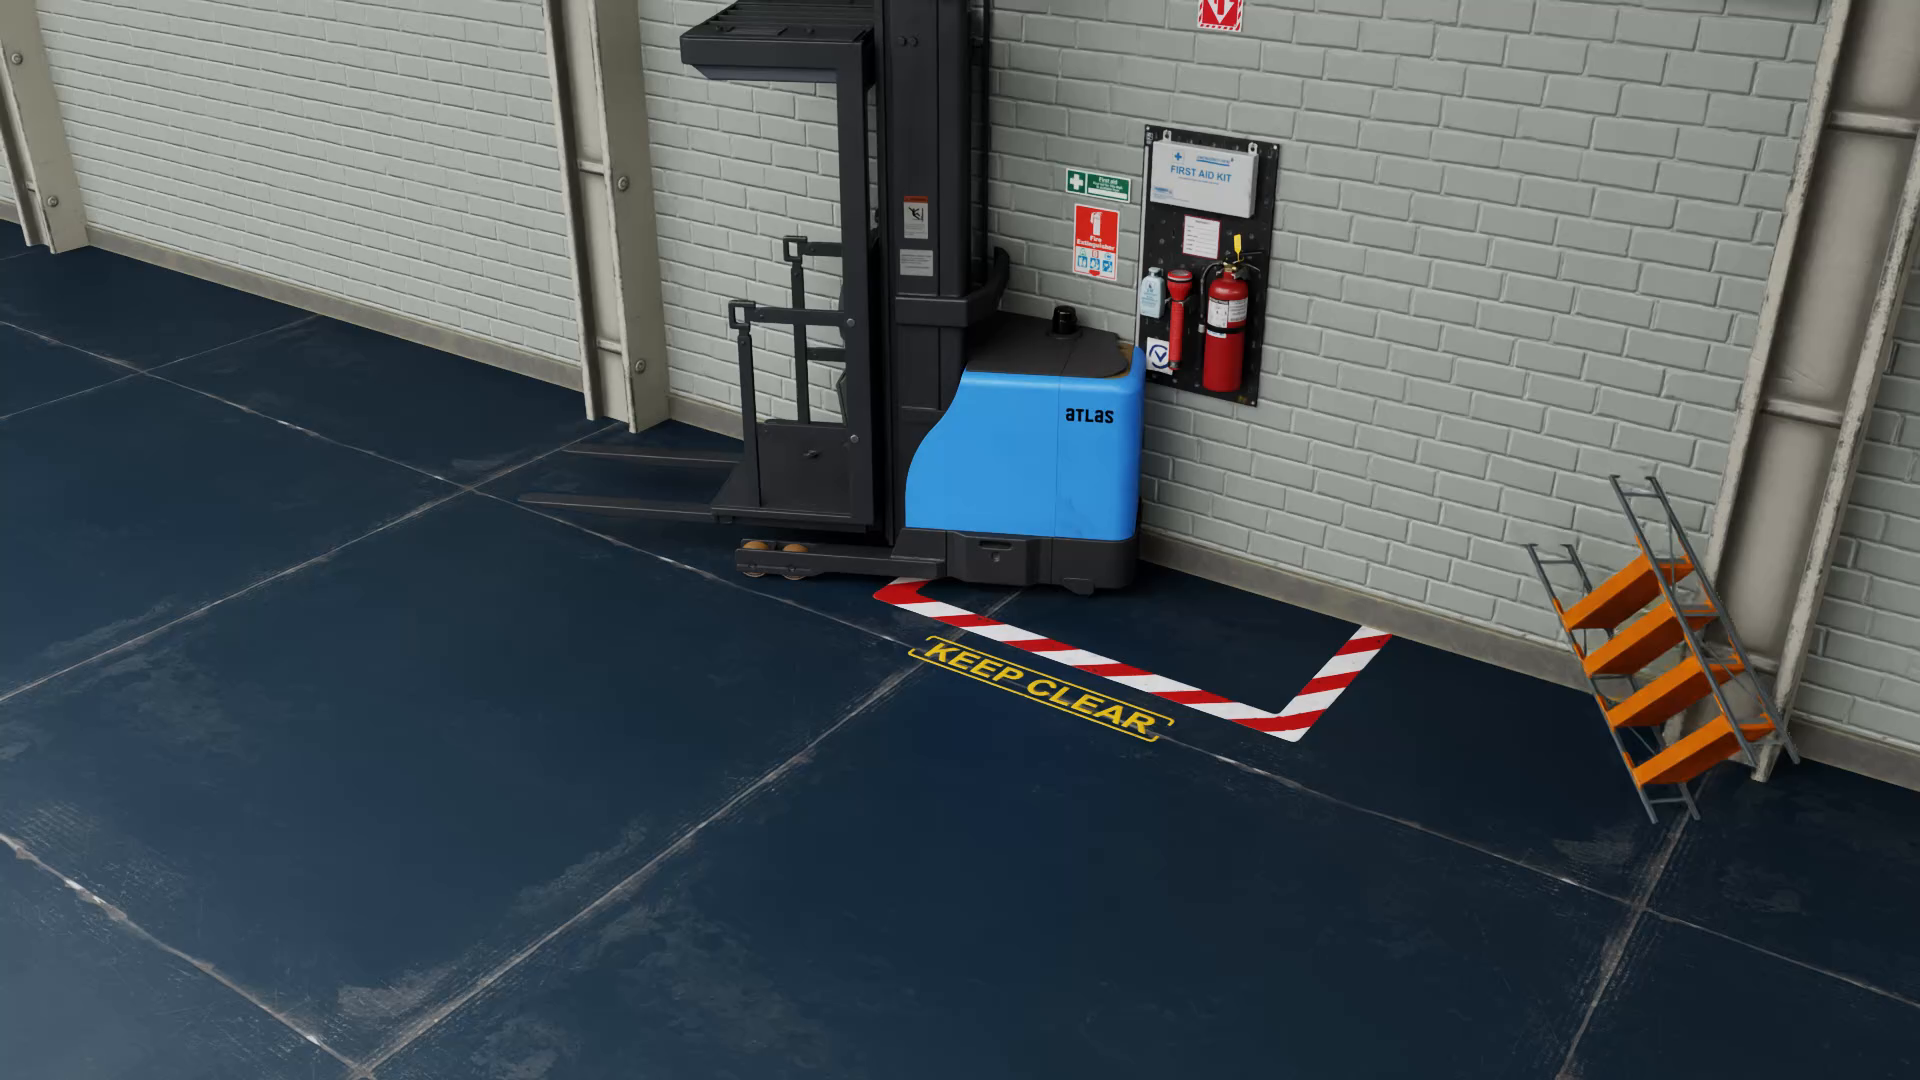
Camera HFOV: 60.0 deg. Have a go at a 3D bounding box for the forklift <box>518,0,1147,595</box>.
[{"bbox_3d":[-0.622,-1.349,7.670,3.031,2.935,1.130,4,27,8],"label":"forklift"}]

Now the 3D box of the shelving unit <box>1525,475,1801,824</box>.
[{"bbox_3d":[2.598,0.398,6.225,0.258,0.503,1.200,1,58,-26],"label":"shelving unit"}]

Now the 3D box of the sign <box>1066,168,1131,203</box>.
[{"bbox_3d":[0.616,-1.585,7.434,0.331,0.109,0.001,17,32,30],"label":"sign"}]

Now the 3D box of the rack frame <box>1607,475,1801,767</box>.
[{"bbox_3d":[2.690,0.269,6.039,0.240,0.015,1.200,1,58,-26],"label":"rack frame"}]

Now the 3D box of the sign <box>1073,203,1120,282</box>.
[{"bbox_3d":[0.617,-1.353,7.563,0.234,0.329,0.001,17,32,30],"label":"sign"}]

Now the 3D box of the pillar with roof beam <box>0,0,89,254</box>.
[{"bbox_3d":[-9.299,-4.654,7.473,0.400,9.000,9.100,17,32,30],"label":"pillar with roof beam"}]

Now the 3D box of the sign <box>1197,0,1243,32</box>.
[{"bbox_3d":[1.064,-2.229,6.768,0.199,0.298,0.001,17,32,30],"label":"sign"}]

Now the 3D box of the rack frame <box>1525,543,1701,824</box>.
[{"bbox_3d":[2.506,0.527,6.410,0.240,0.015,1.200,1,58,-26],"label":"rack frame"}]

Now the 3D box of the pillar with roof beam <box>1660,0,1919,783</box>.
[{"bbox_3d":[0.592,-1.572,1.418,0.400,9.000,9.100,17,32,30],"label":"pillar with roof beam"}]

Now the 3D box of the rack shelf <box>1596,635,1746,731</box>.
[{"bbox_3d":[2.633,0.531,6.149,0.258,0.480,0.148,1,58,-26],"label":"rack shelf"}]

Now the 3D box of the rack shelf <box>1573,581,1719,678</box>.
[{"bbox_3d":[2.583,0.341,6.257,0.258,0.480,0.148,1,58,-26],"label":"rack shelf"}]

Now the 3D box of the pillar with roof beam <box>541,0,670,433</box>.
[{"bbox_3d":[-4.353,-3.113,4.446,0.400,9.000,9.100,17,32,30],"label":"pillar with roof beam"}]

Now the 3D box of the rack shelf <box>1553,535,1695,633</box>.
[{"bbox_3d":[2.538,0.172,6.352,0.258,0.480,0.148,1,58,-26],"label":"rack shelf"}]

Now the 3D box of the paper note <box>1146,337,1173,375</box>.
[{"bbox_3d":[0.908,-0.836,7.556,0.142,0.148,0.016,17,32,30],"label":"paper note"}]

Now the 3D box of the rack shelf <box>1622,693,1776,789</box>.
[{"bbox_3d":[2.686,0.731,6.036,0.258,0.480,0.148,1,58,-26],"label":"rack shelf"}]

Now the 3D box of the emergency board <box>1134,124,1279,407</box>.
[{"bbox_3d":[1.014,-1.157,7.216,0.643,1.169,0.194,17,32,30],"label":"emergency board"}]
